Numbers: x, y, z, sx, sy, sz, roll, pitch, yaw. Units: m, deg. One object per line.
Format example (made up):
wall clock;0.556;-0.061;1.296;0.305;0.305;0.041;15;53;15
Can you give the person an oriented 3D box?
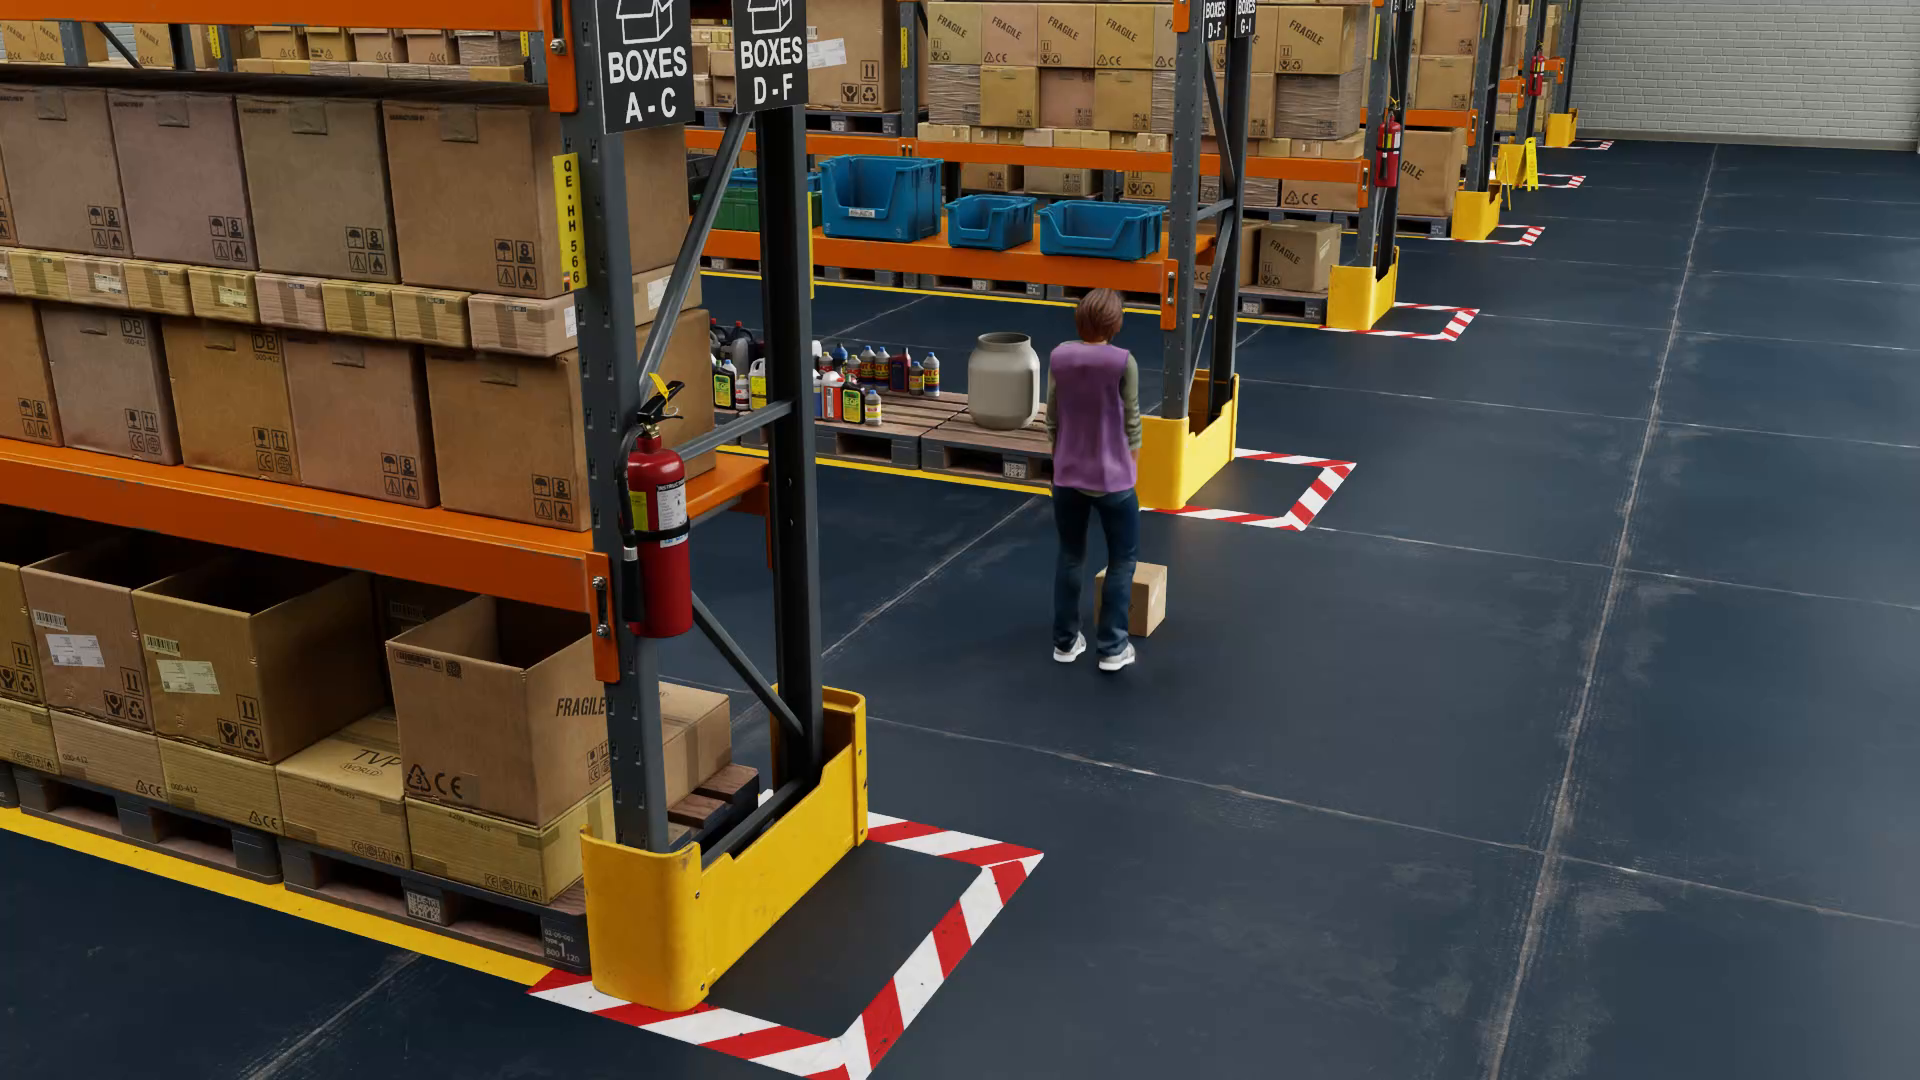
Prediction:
person;0.534;-0.227;6.799;0.417;1.562;0.341;9;21;24
